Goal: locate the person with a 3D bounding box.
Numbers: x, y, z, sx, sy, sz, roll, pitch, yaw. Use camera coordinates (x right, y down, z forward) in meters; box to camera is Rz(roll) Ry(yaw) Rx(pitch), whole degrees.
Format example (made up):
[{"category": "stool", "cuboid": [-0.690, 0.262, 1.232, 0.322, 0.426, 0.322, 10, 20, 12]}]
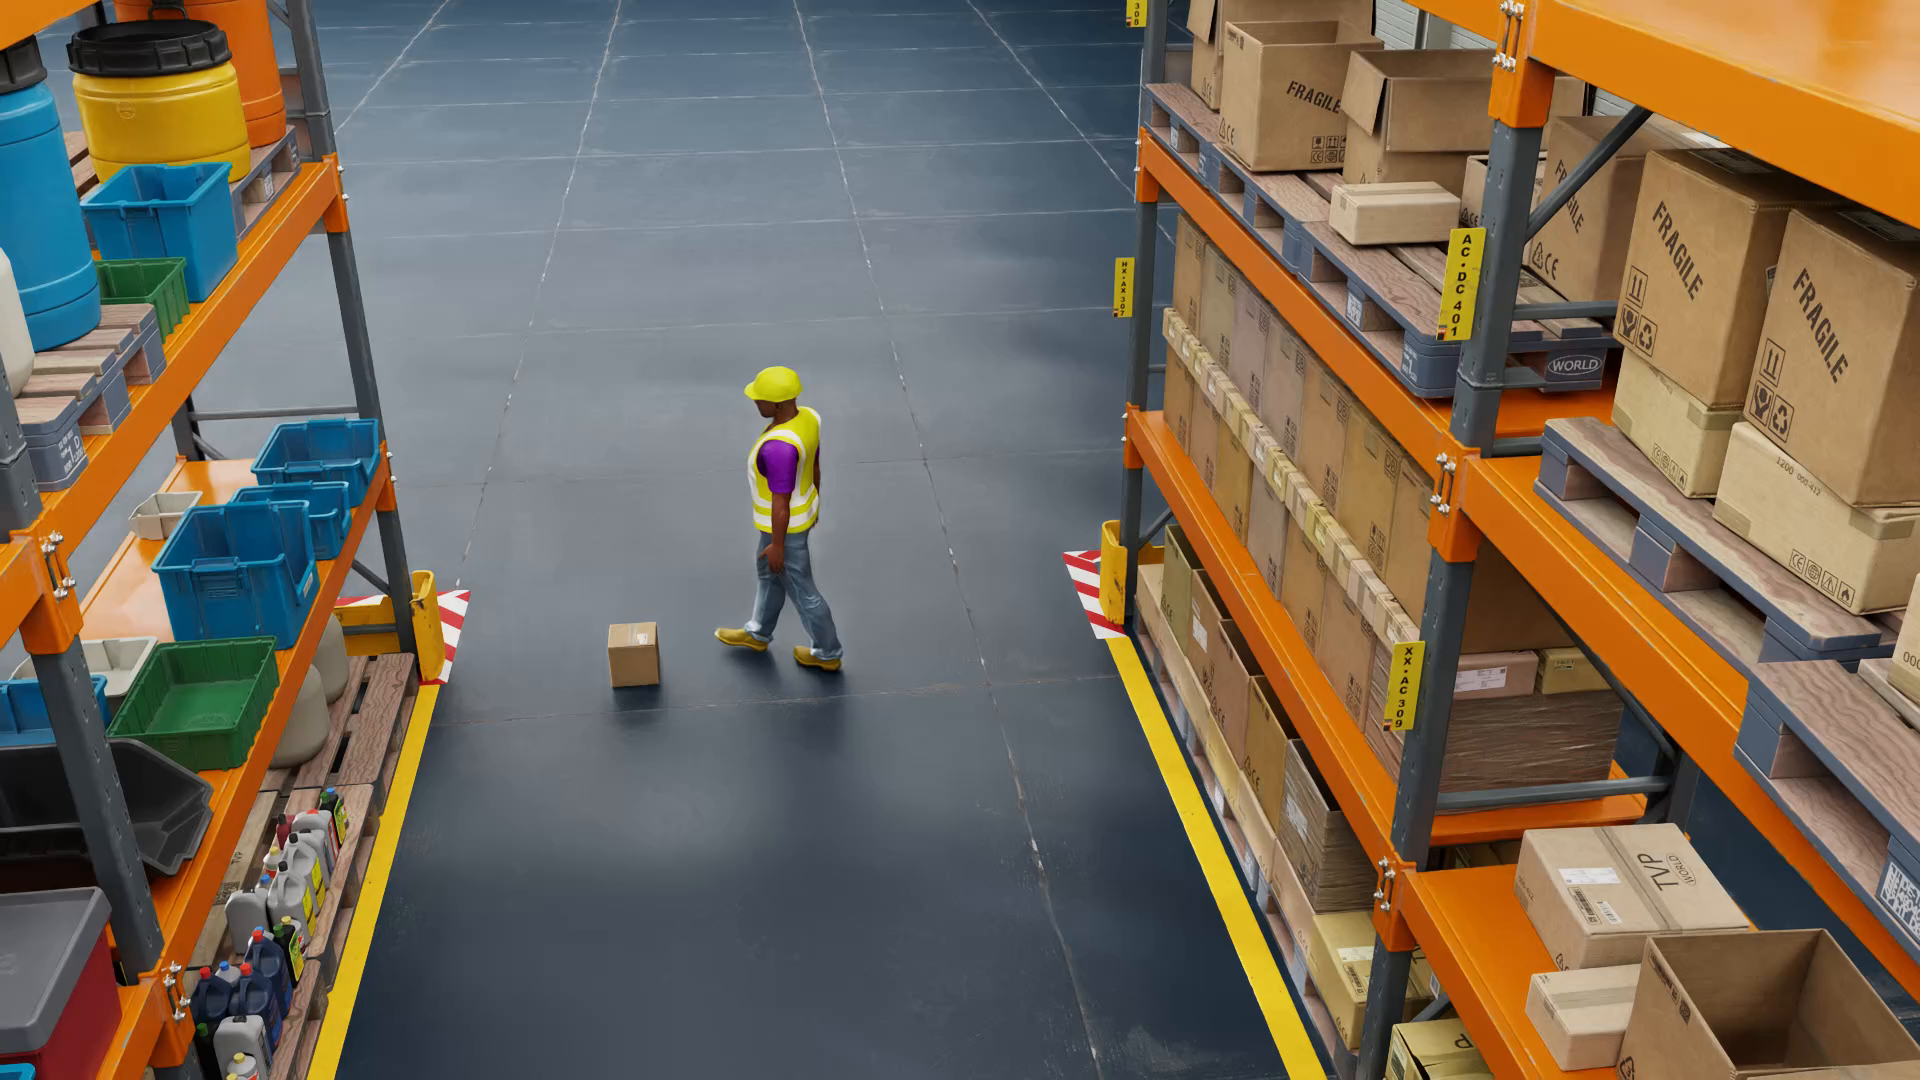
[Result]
[{"category": "person", "cuboid": [-1.010, -0.119, 8.825, 0.773, 1.753, 0.601, 5, 27, 9]}]
